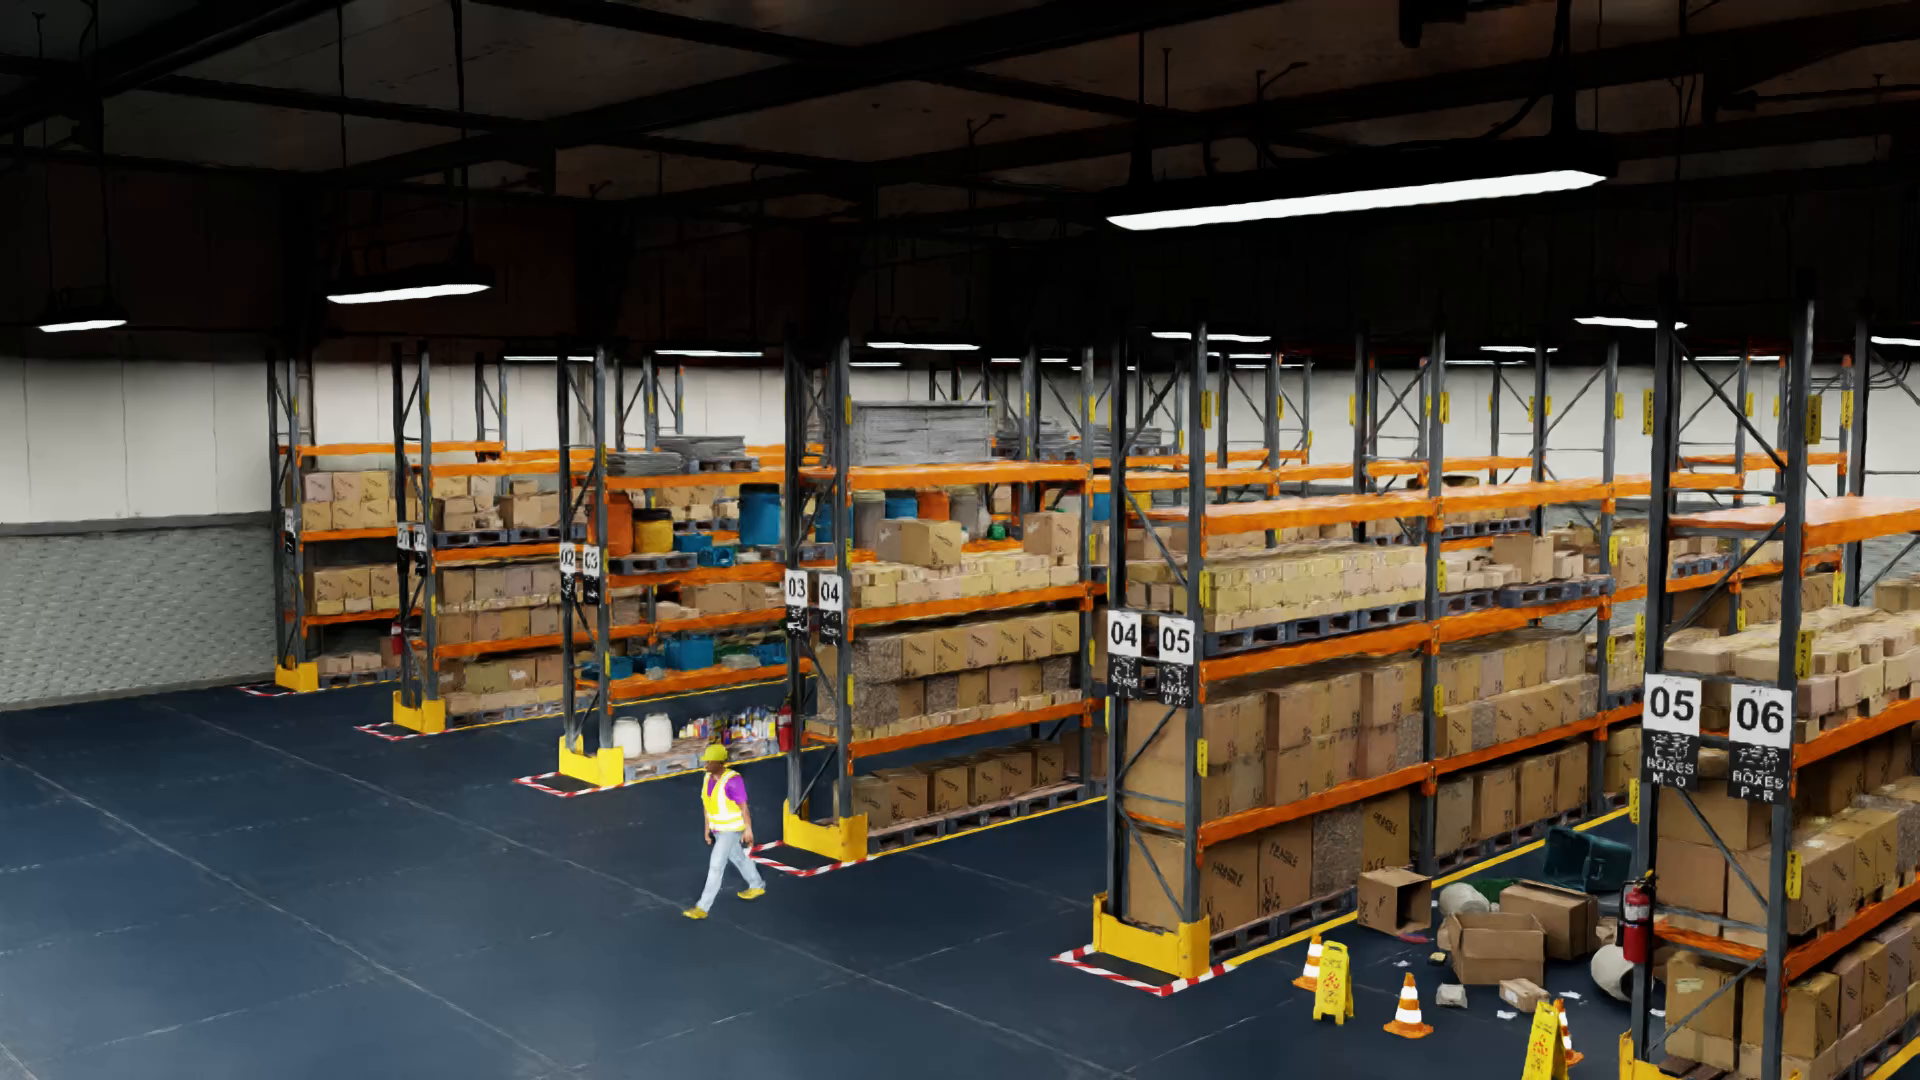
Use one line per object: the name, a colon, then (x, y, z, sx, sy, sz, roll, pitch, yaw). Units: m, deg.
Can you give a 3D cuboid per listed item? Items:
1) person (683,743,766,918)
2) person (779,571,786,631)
person: (-2.400, 2.869, 16.679, 1.121, 1.691, 0.577, -4, 7, -41)
person: (-3.497, 1.363, 34.004, 0.677, 1.742, 0.552, 5, 7, 44)
